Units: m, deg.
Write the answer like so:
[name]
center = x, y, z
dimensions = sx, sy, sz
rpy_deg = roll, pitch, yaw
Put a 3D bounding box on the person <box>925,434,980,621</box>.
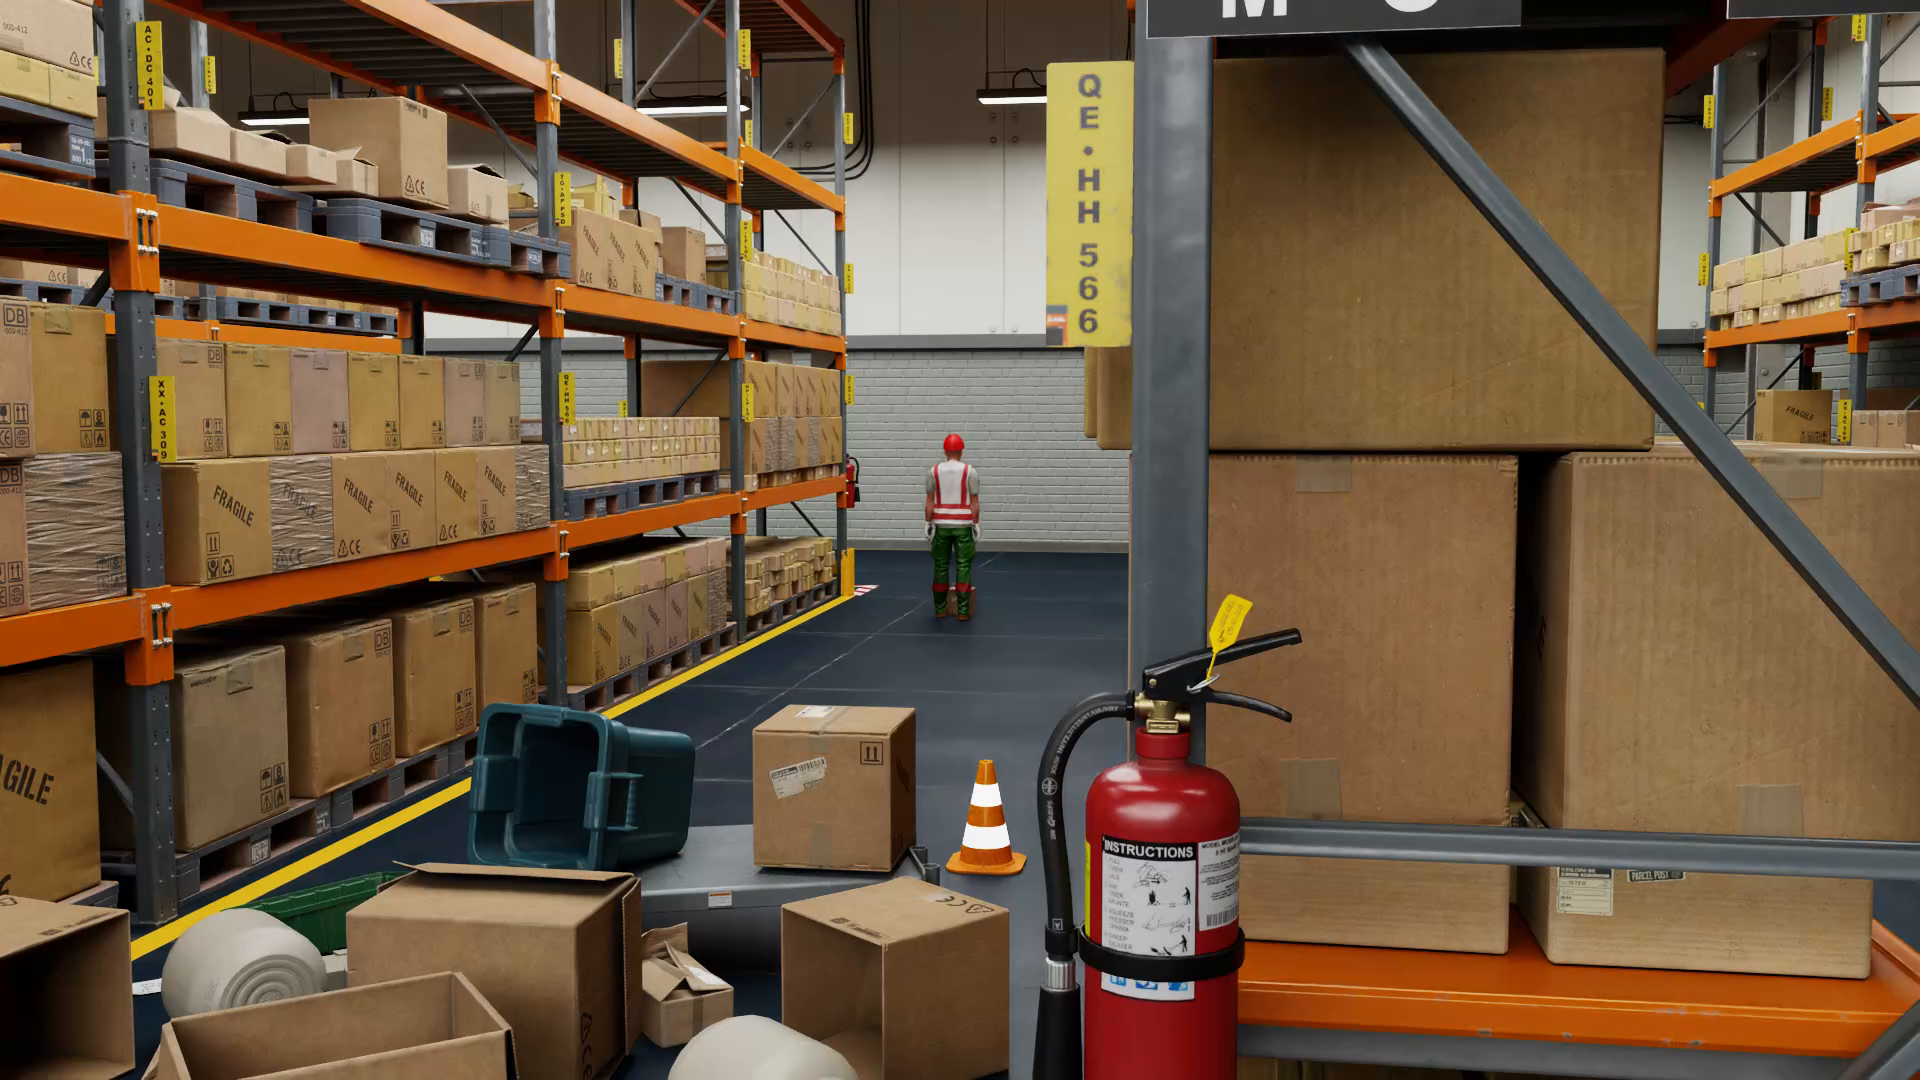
[person]
center = -0.061, -0.131, 16.107
dimensions = 0.537, 1.796, 0.509
rpy_deg = 1, 4, 10
